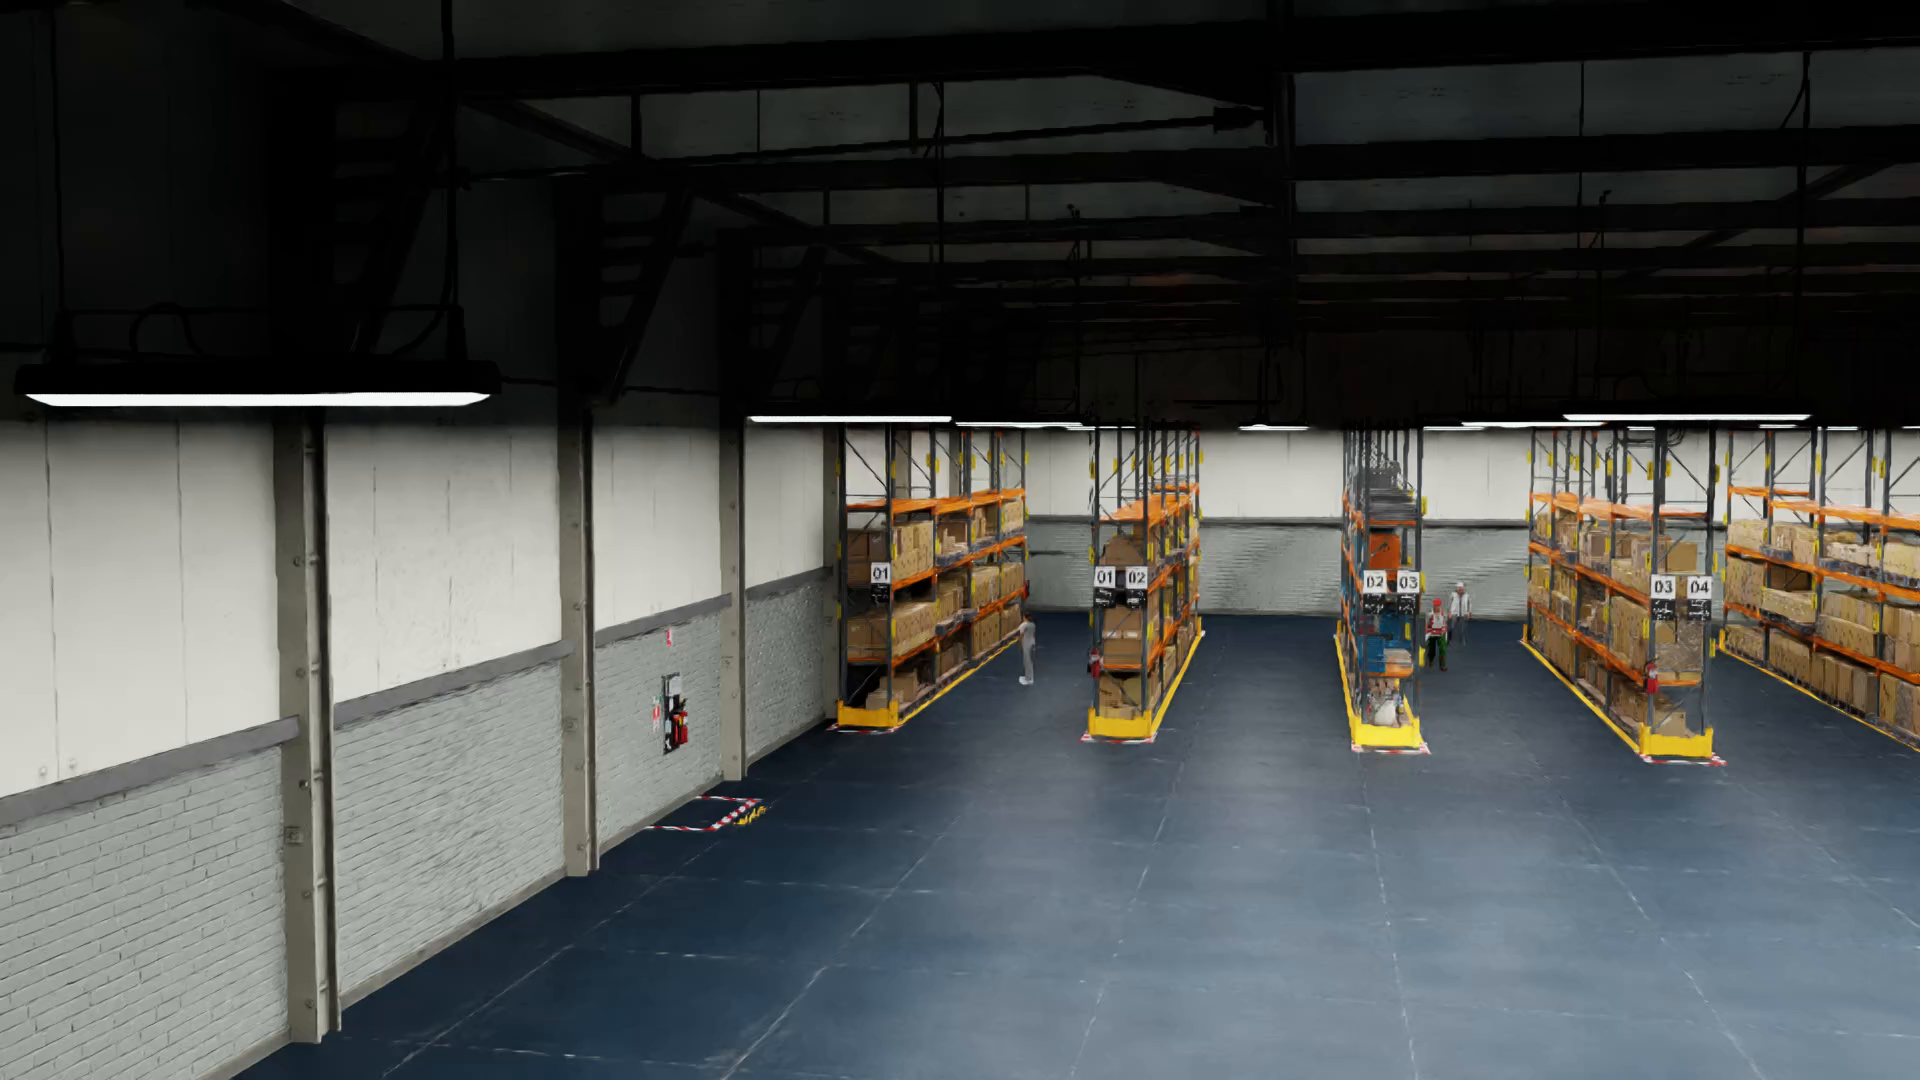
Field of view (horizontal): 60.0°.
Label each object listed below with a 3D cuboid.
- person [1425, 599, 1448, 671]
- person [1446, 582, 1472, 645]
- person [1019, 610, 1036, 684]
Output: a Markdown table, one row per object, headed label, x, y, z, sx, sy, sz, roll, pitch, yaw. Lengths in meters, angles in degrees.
| label | x | y | z | sx | sy | sz | roll | pitch | yaw |
| --- | --- | --- | --- | --- | --- | --- | --- | --- | --- |
| person | 11.455 | 2.255 | 39.974 | 0.557 | 1.705 | 1.116 | 1 | 4 | 9 |
| person | 13.371 | 1.978 | 44.562 | 0.665 | 1.726 | 0.574 | 1 | 4 | 9 |
| person | 1.516 | 2.413 | 37.913 | 0.564 | 1.666 | 0.564 | 3 | 5 | 41 |
